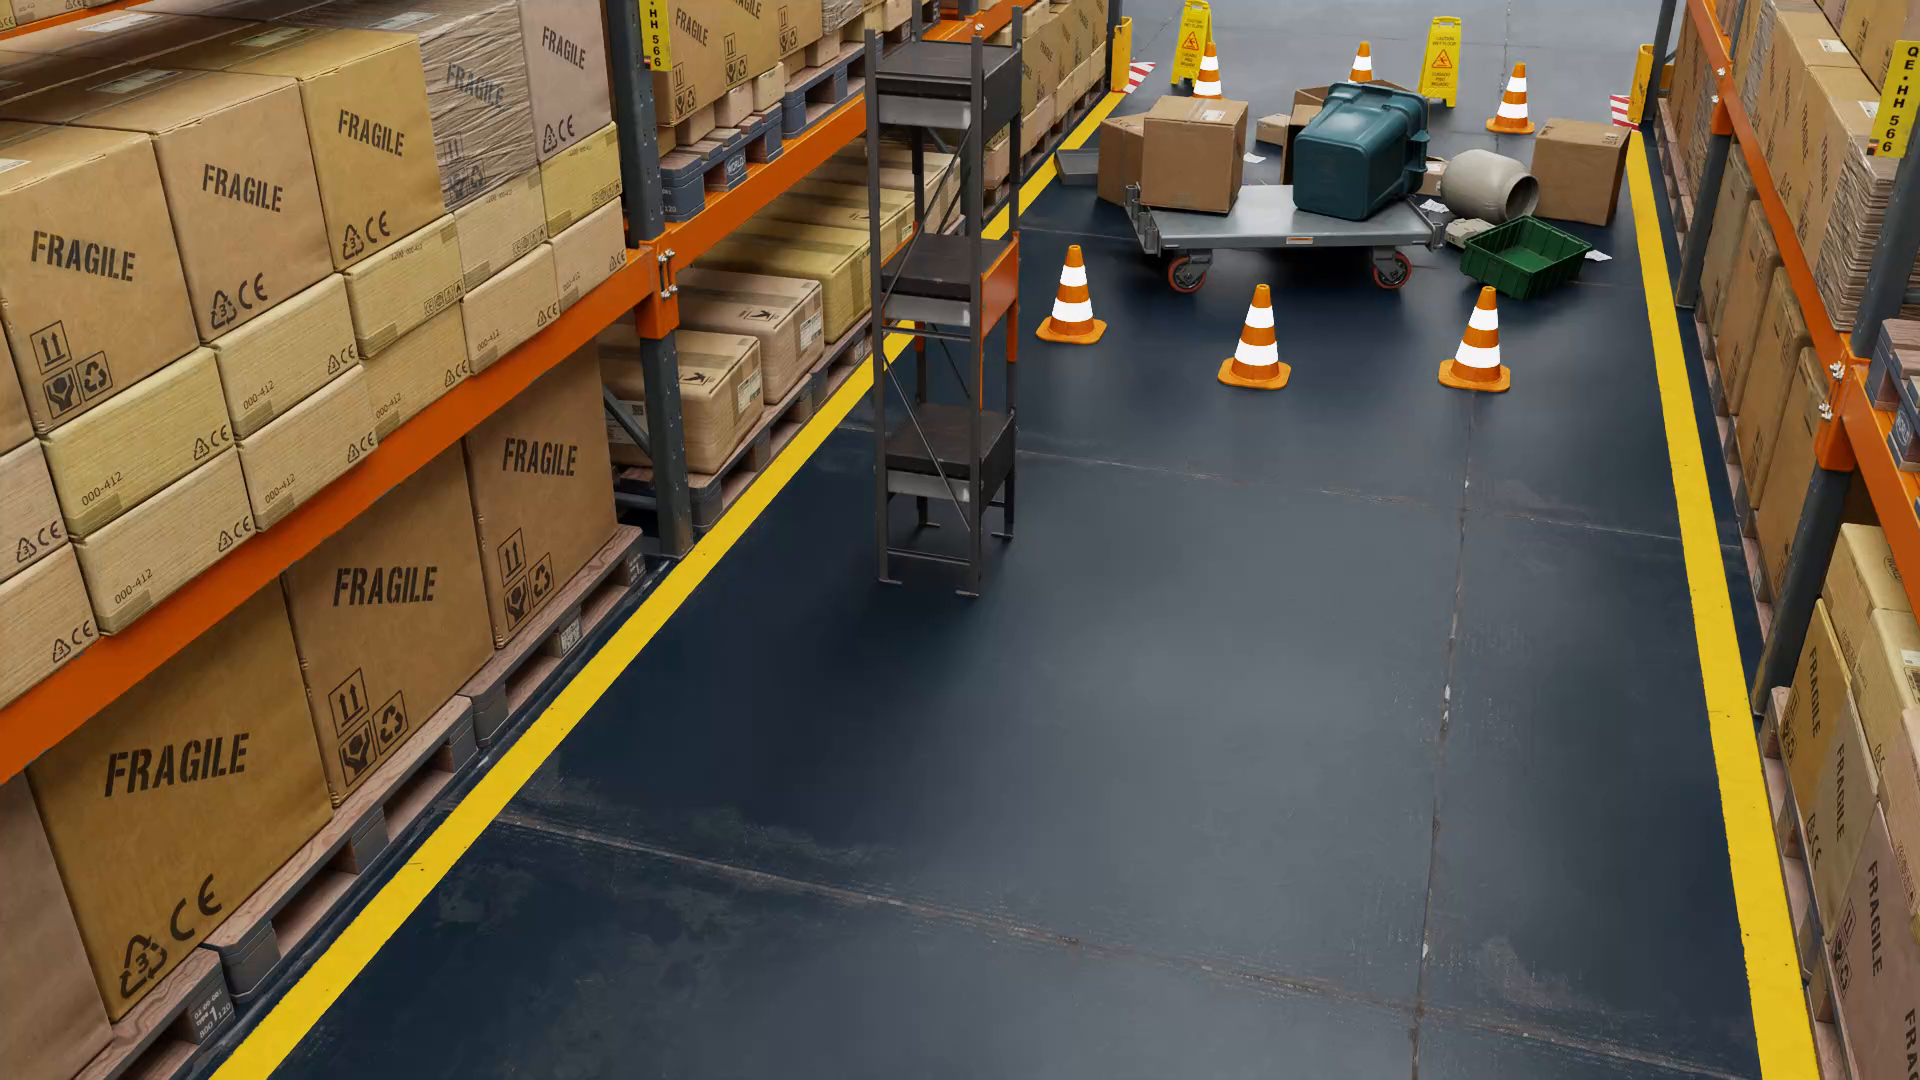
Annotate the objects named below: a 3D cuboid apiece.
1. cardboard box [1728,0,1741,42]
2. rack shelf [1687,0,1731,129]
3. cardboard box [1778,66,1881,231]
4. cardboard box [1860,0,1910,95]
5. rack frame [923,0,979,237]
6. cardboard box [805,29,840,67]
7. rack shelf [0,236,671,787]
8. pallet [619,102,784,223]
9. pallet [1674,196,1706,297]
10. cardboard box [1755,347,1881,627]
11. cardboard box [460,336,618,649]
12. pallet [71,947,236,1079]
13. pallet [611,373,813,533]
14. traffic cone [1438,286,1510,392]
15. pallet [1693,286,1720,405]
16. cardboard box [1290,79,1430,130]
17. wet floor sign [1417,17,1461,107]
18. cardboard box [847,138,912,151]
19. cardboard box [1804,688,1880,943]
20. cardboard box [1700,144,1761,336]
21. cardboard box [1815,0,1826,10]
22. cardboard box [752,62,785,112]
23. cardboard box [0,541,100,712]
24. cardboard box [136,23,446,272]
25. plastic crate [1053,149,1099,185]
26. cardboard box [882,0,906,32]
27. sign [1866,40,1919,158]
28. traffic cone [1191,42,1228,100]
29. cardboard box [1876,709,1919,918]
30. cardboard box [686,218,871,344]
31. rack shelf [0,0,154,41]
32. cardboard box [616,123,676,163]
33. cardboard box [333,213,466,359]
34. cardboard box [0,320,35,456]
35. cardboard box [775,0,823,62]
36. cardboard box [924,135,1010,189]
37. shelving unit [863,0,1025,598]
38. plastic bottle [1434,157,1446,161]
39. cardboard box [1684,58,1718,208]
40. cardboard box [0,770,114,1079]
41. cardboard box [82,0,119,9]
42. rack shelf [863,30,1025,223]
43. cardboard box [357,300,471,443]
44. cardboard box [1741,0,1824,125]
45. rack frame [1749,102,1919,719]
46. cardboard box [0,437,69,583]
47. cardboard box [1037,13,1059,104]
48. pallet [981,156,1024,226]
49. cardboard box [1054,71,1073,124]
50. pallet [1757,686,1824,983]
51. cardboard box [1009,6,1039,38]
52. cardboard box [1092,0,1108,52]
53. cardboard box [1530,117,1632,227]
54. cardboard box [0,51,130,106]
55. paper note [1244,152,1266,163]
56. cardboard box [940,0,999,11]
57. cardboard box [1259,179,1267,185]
[{"bbox_3d":[4.468,-2.761,8.474,0.875,0.550,0.550,8,30,15],"label":"cardboard box"},{"bbox_3d":[4.958,-3.138,10.045,1.077,0.370,4.000,8,30,15],"label":"rack shelf"},{"bbox_3d":[3.367,-1.419,6.112,0.500,0.500,0.500,8,30,14],"label":"cardboard box"},{"bbox_3d":[3.634,-1.825,5.815,0.700,0.500,0.500,8,30,14],"label":"cardboard box"},{"bbox_3d":[-0.390,-3.182,9.384,1.000,3.000,0.127,8,30,15],"label":"rack frame"},{"bbox_3d":[-0.771,-2.265,7.563,0.380,0.149,0.250,9,30,16],"label":"cardboard box"},{"bbox_3d":[-2.151,-0.079,4.547,1.077,0.370,4.000,8,30,15],"label":"rack shelf"},{"bbox_3d":[-1.457,-1.586,6.712,1.213,0.211,1.003,8,30,15],"label":"pallet"},{"bbox_3d":[4.669,-1.646,9.492,1.003,0.211,1.213,8,30,15],"label":"pallet"},{"bbox_3d":[3.462,-0.134,5.788,1.050,0.750,0.750,8,30,14],"label":"cardboard box"},{"bbox_3d":[-1.847,-0.269,5.902,0.875,0.875,0.875,8,30,14],"label":"cardboard box"},{"bbox_3d":[-2.584,1.385,4.043,1.003,0.211,1.213,8,30,15],"label":"pallet"},{"bbox_3d":[-1.334,-0.467,7.373,1.003,0.211,1.213,8,30,15],"label":"pallet"},{"bbox_3d":[2.534,-1.006,8.083,0.336,0.463,0.334,8,30,15],"label":"traffic cone"},{"bbox_3d":[4.217,-0.935,8.213,1.003,0.211,1.213,8,30,15],"label":"pallet"},{"bbox_3d":[2.688,-2.772,11.216,0.797,0.503,0.637,-12,31,-20],"label":"cardboard box"},{"bbox_3d":[3.661,-3.649,12.645,0.267,0.644,0.232,3,29,6],"label":"wet floor sign"},{"bbox_3d":[-0.474,-2.477,10.514,0.500,0.250,0.500,10,31,17],"label":"cardboard box"},{"bbox_3d":[2.601,0.772,4.417,0.500,0.500,0.500,9,30,15],"label":"cardboard box"},{"bbox_3d":[4.275,-1.422,8.102,1.050,0.750,0.750,8,30,15],"label":"cardboard box"},{"bbox_3d":[4.082,-2.532,7.085,0.700,0.500,0.500,8,30,14],"label":"cardboard box"},{"bbox_3d":[-0.951,-1.893,6.894,0.380,0.149,0.250,9,30,15],"label":"cardboard box"},{"bbox_3d":[-2.207,0.194,3.470,0.500,0.250,0.500,8,30,14],"label":"cardboard box"},{"bbox_3d":[-1.761,-1.057,4.432,0.500,0.500,0.500,9,30,15],"label":"cardboard box"},{"bbox_3d":[0.854,-2.519,11.195,0.402,0.080,0.583,-1,29,-3],"label":"plastic crate"},{"bbox_3d":[-0.484,-2.613,8.189,0.380,0.149,0.250,9,30,15],"label":"cardboard box"},{"bbox_3d":[2.666,-1.247,4.716,0.100,0.325,0.005,8,30,15],"label":"sign"},{"bbox_3d":[1.891,-3.548,12.652,0.336,0.463,0.334,8,30,15],"label":"traffic cone"},{"bbox_3d":[2.457,0.667,3.833,0.500,0.250,0.500,9,30,15],"label":"cardboard box"},{"bbox_3d":[-0.952,-1.315,8.300,0.950,0.372,0.625,10,30,17],"label":"cardboard box"},{"bbox_3d":[-5.724,-2.645,9.159,1.077,0.370,4.000,8,30,15],"label":"rack shelf"},{"bbox_3d":[-1.291,-1.521,6.226,0.380,0.149,0.250,7,30,12],"label":"cardboard box"},{"bbox_3d":[-1.741,-0.735,4.626,0.500,0.250,0.500,8,30,14],"label":"cardboard box"},{"bbox_3d":[-2.212,-0.349,3.160,0.500,0.500,0.500,8,30,15],"label":"cardboard box"},{"bbox_3d":[-0.915,-2.347,7.043,0.500,0.500,0.500,9,30,16],"label":"cardboard box"},{"bbox_3d":[0.041,-2.400,10.374,0.500,0.250,0.500,7,30,13],"label":"cardboard box"},{"bbox_3d":[-0.049,-0.841,6.101,0.431,2.100,0.503,8,30,15],"label":"shelving unit"},{"bbox_3d":[3.227,-2.511,11.200,0.133,0.061,0.283,-1,29,-3],"label":"plastic bottle"},{"bbox_3d":[4.884,-2.479,9.875,0.875,0.875,0.875,9,30,15],"label":"cardboard box"},{"bbox_3d":[-2.633,0.981,3.654,0.875,0.875,0.875,9,30,16],"label":"cardboard box"},{"bbox_3d":[-5.177,-3.317,9.781,0.500,0.250,0.500,8,30,15],"label":"cardboard box"},{"bbox_3d":[-0.049,-1.440,5.768,0.431,0.518,0.480,8,30,15],"label":"rack shelf"},{"bbox_3d":[-1.763,-0.514,4.743,0.500,0.250,0.500,8,30,14],"label":"cardboard box"},{"bbox_3d":[3.812,-2.126,7.382,0.500,0.500,0.500,9,30,15],"label":"cardboard box"},{"bbox_3d":[3.197,-0.664,4.857,1.000,3.000,0.127,8,30,15],"label":"rack frame"},{"bbox_3d":[-2.214,-0.028,3.354,0.500,0.250,0.500,9,30,16],"label":"cardboard box"},{"bbox_3d":[0.341,-3.218,11.075,0.500,0.500,0.500,10,31,17],"label":"cardboard box"},{"bbox_3d":[-0.227,-2.281,10.632,1.003,0.211,1.213,8,30,15],"label":"pallet"},{"bbox_3d":[0.496,-3.125,11.679,0.500,0.250,0.500,7,30,13],"label":"cardboard box"},{"bbox_3d":[2.966,0.918,4.883,1.003,0.211,1.213,8,30,15],"label":"pallet"},{"bbox_3d":[0.284,-3.299,10.553,0.380,0.149,0.250,10,31,17],"label":"cardboard box"},{"bbox_3d":[0.798,-3.941,12.374,0.500,0.500,0.500,9,30,15],"label":"cardboard box"},{"bbox_3d":[3.846,-2.299,10.366,0.500,0.500,0.500,14,32,23],"label":"cardboard box"},{"bbox_3d":[-2.397,-0.905,4.160,0.500,0.500,0.500,9,30,16],"label":"cardboard box"},{"bbox_3d":[2.016,-2.642,11.479,0.148,0.019,0.142,20,35,32],"label":"paper note"},{"bbox_3d":[0.009,-3.173,9.626,0.380,0.149,0.250,8,30,15],"label":"cardboard box"},{"bbox_3d":[1.901,-2.060,10.179,0.258,0.266,0.396,-12,31,-20],"label":"cardboard box"}]
